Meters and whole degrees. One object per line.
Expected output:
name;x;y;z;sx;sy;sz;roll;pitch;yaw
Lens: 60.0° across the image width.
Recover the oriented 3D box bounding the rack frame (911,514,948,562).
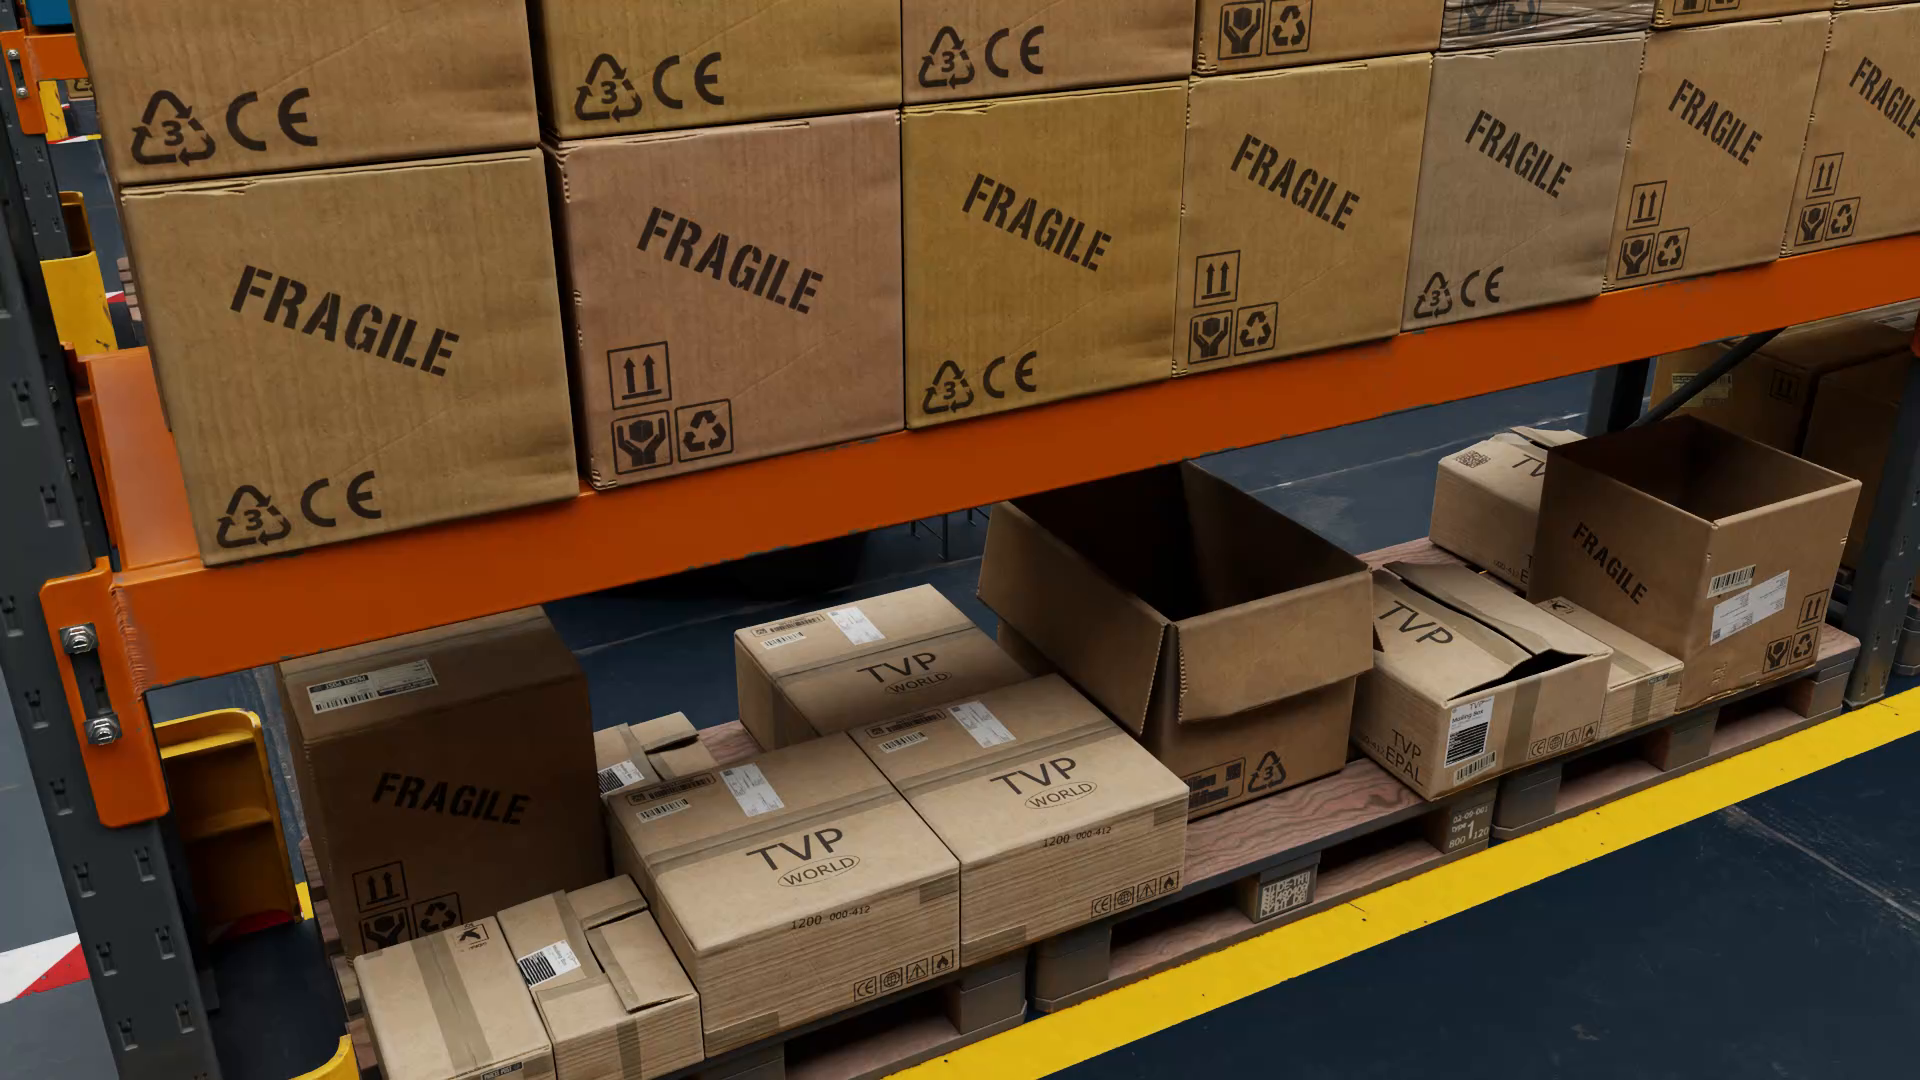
rack frame;-0.097;-0.383;5.009;0.006;0.900;0.240;-13;29;-25

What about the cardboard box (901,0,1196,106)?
cardboard box;0.027;-0.991;2.577;0.500;0.500;0.500;-13;28;-24

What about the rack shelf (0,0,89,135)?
rack shelf;-1.953;-2.271;7.346;4.000;0.370;1.077;-13;29;-25

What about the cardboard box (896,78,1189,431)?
cardboard box;0.023;-0.539;2.791;0.500;0.500;0.500;-13;29;-25

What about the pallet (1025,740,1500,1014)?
pallet;0.455;0.536;3.889;1.213;0.211;1.003;-13;29;-25

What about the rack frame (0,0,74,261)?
rack frame;-3.718;-2.188;6.342;0.127;3.000;1.000;-13;29;-25

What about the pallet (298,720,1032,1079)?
pallet;-0.620;0.783;3.375;1.213;0.211;1.003;-13;29;-25

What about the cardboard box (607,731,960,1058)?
cardboard box;-0.336;0.641;3.118;0.500;0.250;0.500;-13;29;-25

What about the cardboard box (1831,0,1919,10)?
cardboard box;1.815;-1.404;3.439;0.500;0.500;0.500;-13;28;-25

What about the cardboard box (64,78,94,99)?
cardboard box;-5.521;-3.472;10.986;0.875;0.875;0.875;-13;29;-25

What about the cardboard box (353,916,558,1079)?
cardboard box;-0.859;0.837;2.827;0.250;0.149;0.380;-13;29;-25

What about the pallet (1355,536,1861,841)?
pallet;1.533;0.286;4.410;1.213;0.211;1.003;-13;29;-25

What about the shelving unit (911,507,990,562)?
shelving unit;-0.007;-0.404;5.052;0.210;0.900;0.258;-13;29;-25

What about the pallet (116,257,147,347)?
pallet;-2.972;-1.084;7.265;1.213;0.211;1.003;-13;29;-25

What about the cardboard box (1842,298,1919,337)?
cardboard box;2.880;-0.489;5.183;0.500;0.500;0.500;-13;29;-25

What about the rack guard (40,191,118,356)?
rack guard;-3.733;-1.052;6.863;0.348;0.500;1.175;-13;29;-25

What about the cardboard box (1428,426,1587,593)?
cardboard box;1.667;-0.094;4.578;0.500;0.311;0.500;-13;29;-25

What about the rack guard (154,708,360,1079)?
rack guard;-1.323;0.816;2.974;0.348;0.500;1.175;-13;29;-25

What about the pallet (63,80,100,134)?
pallet;-5.379;-3.016;11.287;1.213;0.211;1.003;-13;29;-25

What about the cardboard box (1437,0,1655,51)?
cardboard box;0.920;-1.197;3.006;0.500;0.500;0.500;-13;28;-25

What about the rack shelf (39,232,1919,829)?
rack shelf;0.375;-0.379;3.405;4.000;0.370;1.077;-13;29;-25

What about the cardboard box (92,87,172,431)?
cardboard box;-1.123;-0.536;2.785;0.500;0.500;0.500;-12;28;-24

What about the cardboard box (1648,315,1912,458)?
cardboard box;2.440;-0.392;4.980;0.500;0.500;0.500;-13;29;-25

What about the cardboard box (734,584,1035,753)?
cardboard box;-0.174;0.359;3.706;0.500;0.250;0.500;-13;29;-25

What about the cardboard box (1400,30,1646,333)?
cardboard box;0.913;-0.745;3.220;0.500;0.500;0.500;-12;28;-24

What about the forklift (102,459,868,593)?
forklift;-1.767;-1.432;4.846;3.031;2.935;1.130;3;26;6

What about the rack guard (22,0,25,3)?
rack guard;-8.226;-4.883;14.843;0.348;0.500;1.175;-13;29;-25

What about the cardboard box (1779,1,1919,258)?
cardboard box;1.819;-0.956;3.660;0.500;0.500;0.500;-12;28;-24

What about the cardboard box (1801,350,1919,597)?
cardboard box;2.681;-0.187;4.555;0.500;0.500;0.500;-14;29;-27

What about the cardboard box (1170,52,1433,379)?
cardboard box;0.464;-0.640;3.002;0.500;0.500;0.500;-13;28;-24

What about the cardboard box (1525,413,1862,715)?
cardboard box;1.770;0.042;4.076;0.500;0.500;0.500;-13;29;-25

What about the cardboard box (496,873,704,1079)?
cardboard box;-0.638;0.778;2.929;0.250;0.166;0.380;-13;29;-25

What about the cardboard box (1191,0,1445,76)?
cardboard box;0.475;-1.095;2.793;0.500;0.500;0.500;-13;29;-26

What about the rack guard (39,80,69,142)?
rack guard;-6.069;-2.948;10.813;0.348;0.500;1.175;-13;29;-25

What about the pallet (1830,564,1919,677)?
pallet;2.839;-0.033;5.076;1.213;0.211;1.003;-13;29;-25

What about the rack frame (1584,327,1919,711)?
rack frame;2.140;-1.111;4.097;0.127;3.000;1.000;-13;29;-25

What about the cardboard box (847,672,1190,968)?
cardboard box;0.106;0.539;3.330;0.500;0.250;0.500;-13;29;-25

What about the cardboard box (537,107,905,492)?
cardboard box;-0.422;-0.438;2.580;0.500;0.500;0.500;-13;29;-26

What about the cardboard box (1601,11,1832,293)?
cardboard box;1.365;-0.850;3.440;0.500;0.500;0.500;-12;28;-24

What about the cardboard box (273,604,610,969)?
cardboard box;-1.026;0.428;3.273;0.500;0.500;0.500;-13;29;-25

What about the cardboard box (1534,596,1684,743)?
cardboard box;1.468;0.300;3.945;0.250;0.149;0.380;-13;29;-25

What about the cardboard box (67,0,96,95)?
cardboard box;-1.127;-0.987;2.570;0.500;0.500;0.500;-13;29;-26

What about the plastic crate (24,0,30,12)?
plastic crate;-3.510;-2.371;6.612;0.499;0.435;0.616;-13;29;-25

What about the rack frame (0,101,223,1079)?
rack frame;-1.390;-0.296;2.401;0.127;3.000;1.000;-13;29;-25

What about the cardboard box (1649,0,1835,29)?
cardboard box;1.364;-1.299;3.219;0.500;0.500;0.500;-14;29;-26

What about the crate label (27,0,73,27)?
crate label;-3.345;-2.064;6.208;0.303;0.233;0.416;-13;29;-25

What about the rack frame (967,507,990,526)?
rack frame;0.083;-0.425;5.095;0.006;0.900;0.240;-13;29;-25

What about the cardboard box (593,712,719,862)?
cardboard box;-0.626;0.530;3.445;0.250;0.166;0.380;-13;29;-25

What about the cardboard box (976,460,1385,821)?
cardboard box;0.484;0.201;3.741;0.637;0.503;0.797;-13;29;-25

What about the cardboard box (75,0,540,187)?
cardboard box;-0.874;-0.781;2.141;0.500;0.500;0.500;-12;28;-24

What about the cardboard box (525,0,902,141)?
cardboard box;-0.417;-0.891;2.369;0.500;0.500;0.500;-13;28;-25

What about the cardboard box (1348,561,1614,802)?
cardboard box;1.108;0.280;3.799;0.500;0.311;0.500;-13;29;-25

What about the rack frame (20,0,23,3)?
rack frame;-6.048;-4.080;10.282;0.127;3.000;1.000;-13;29;-25

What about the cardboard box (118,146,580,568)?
cardboard box;-0.874;-0.331;2.357;0.500;0.500;0.500;-12;28;-24
